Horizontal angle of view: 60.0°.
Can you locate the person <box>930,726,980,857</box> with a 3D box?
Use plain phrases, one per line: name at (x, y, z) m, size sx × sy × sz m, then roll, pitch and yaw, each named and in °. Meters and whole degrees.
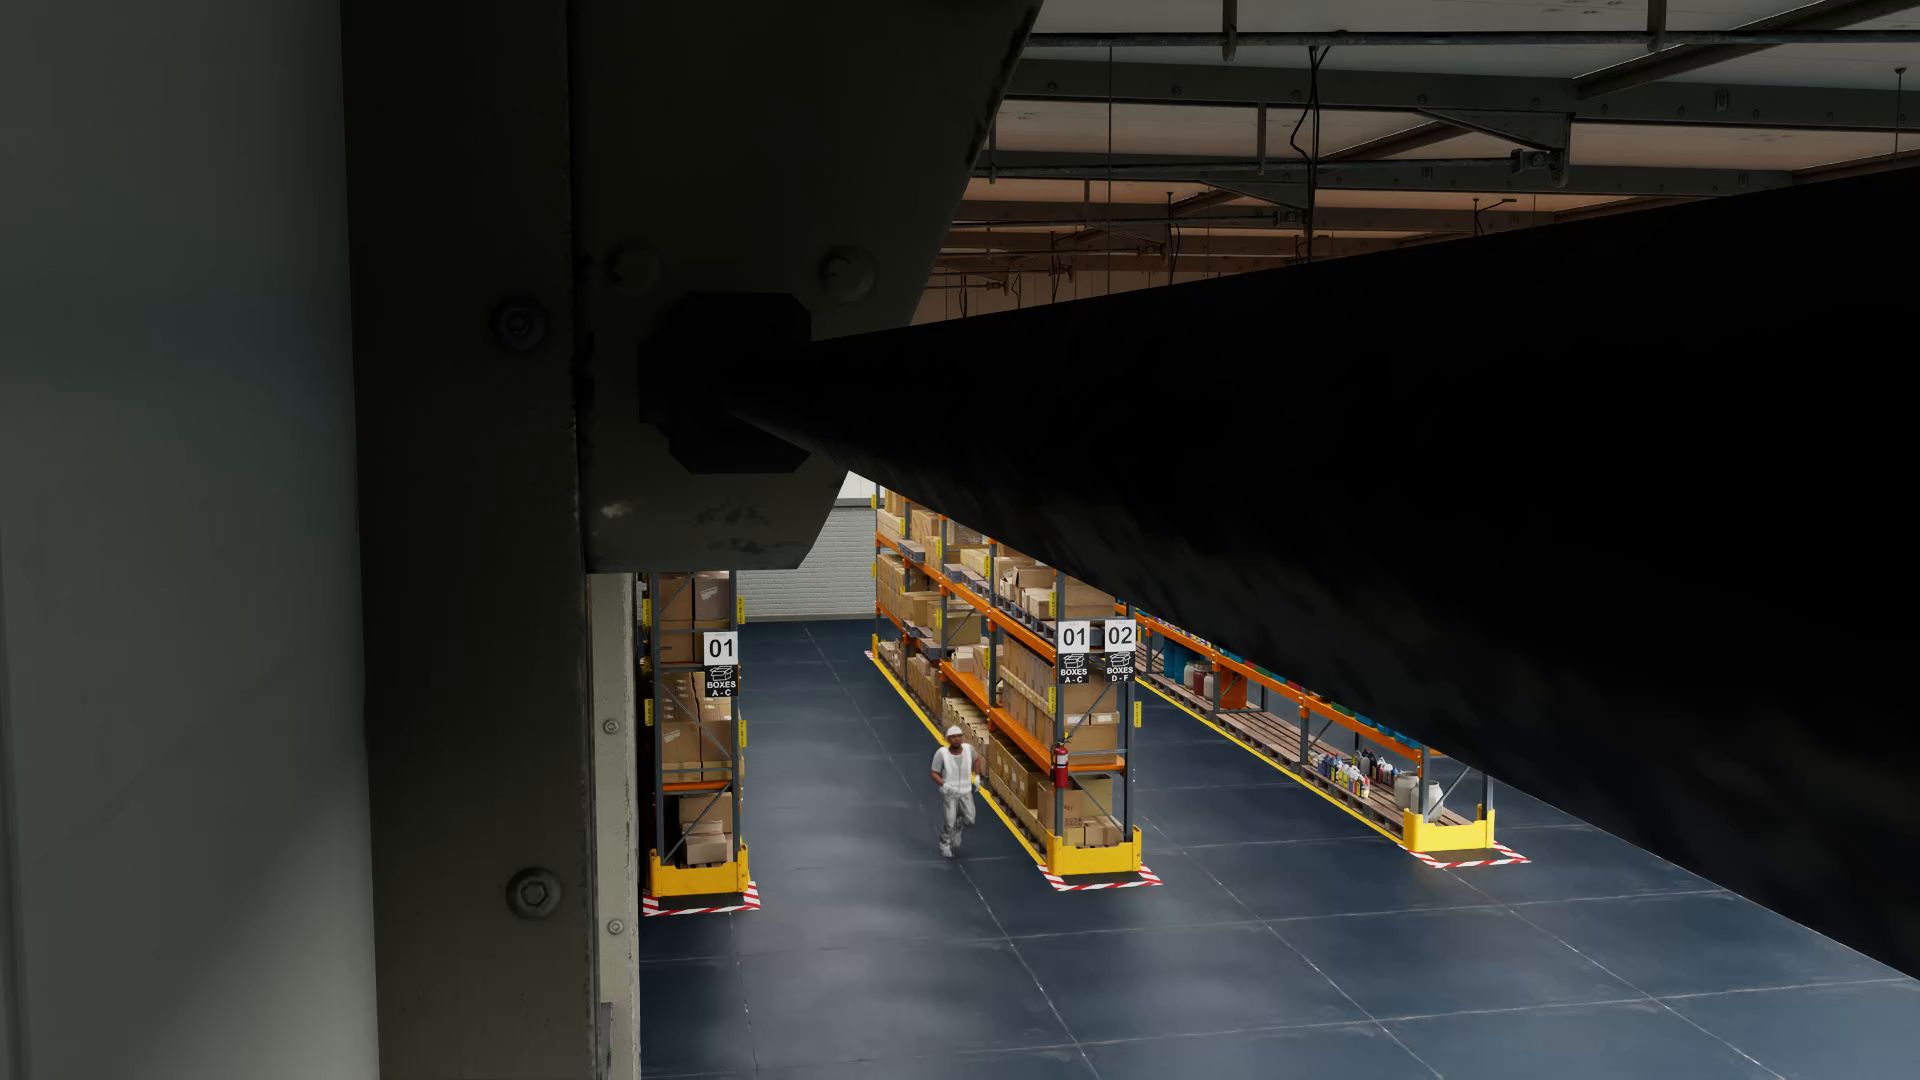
person at (-0.024, 3.261, 21.494) m, size 0.723 × 1.737 × 0.640 m, roll -2°, pitch 6°, yaw -17°
